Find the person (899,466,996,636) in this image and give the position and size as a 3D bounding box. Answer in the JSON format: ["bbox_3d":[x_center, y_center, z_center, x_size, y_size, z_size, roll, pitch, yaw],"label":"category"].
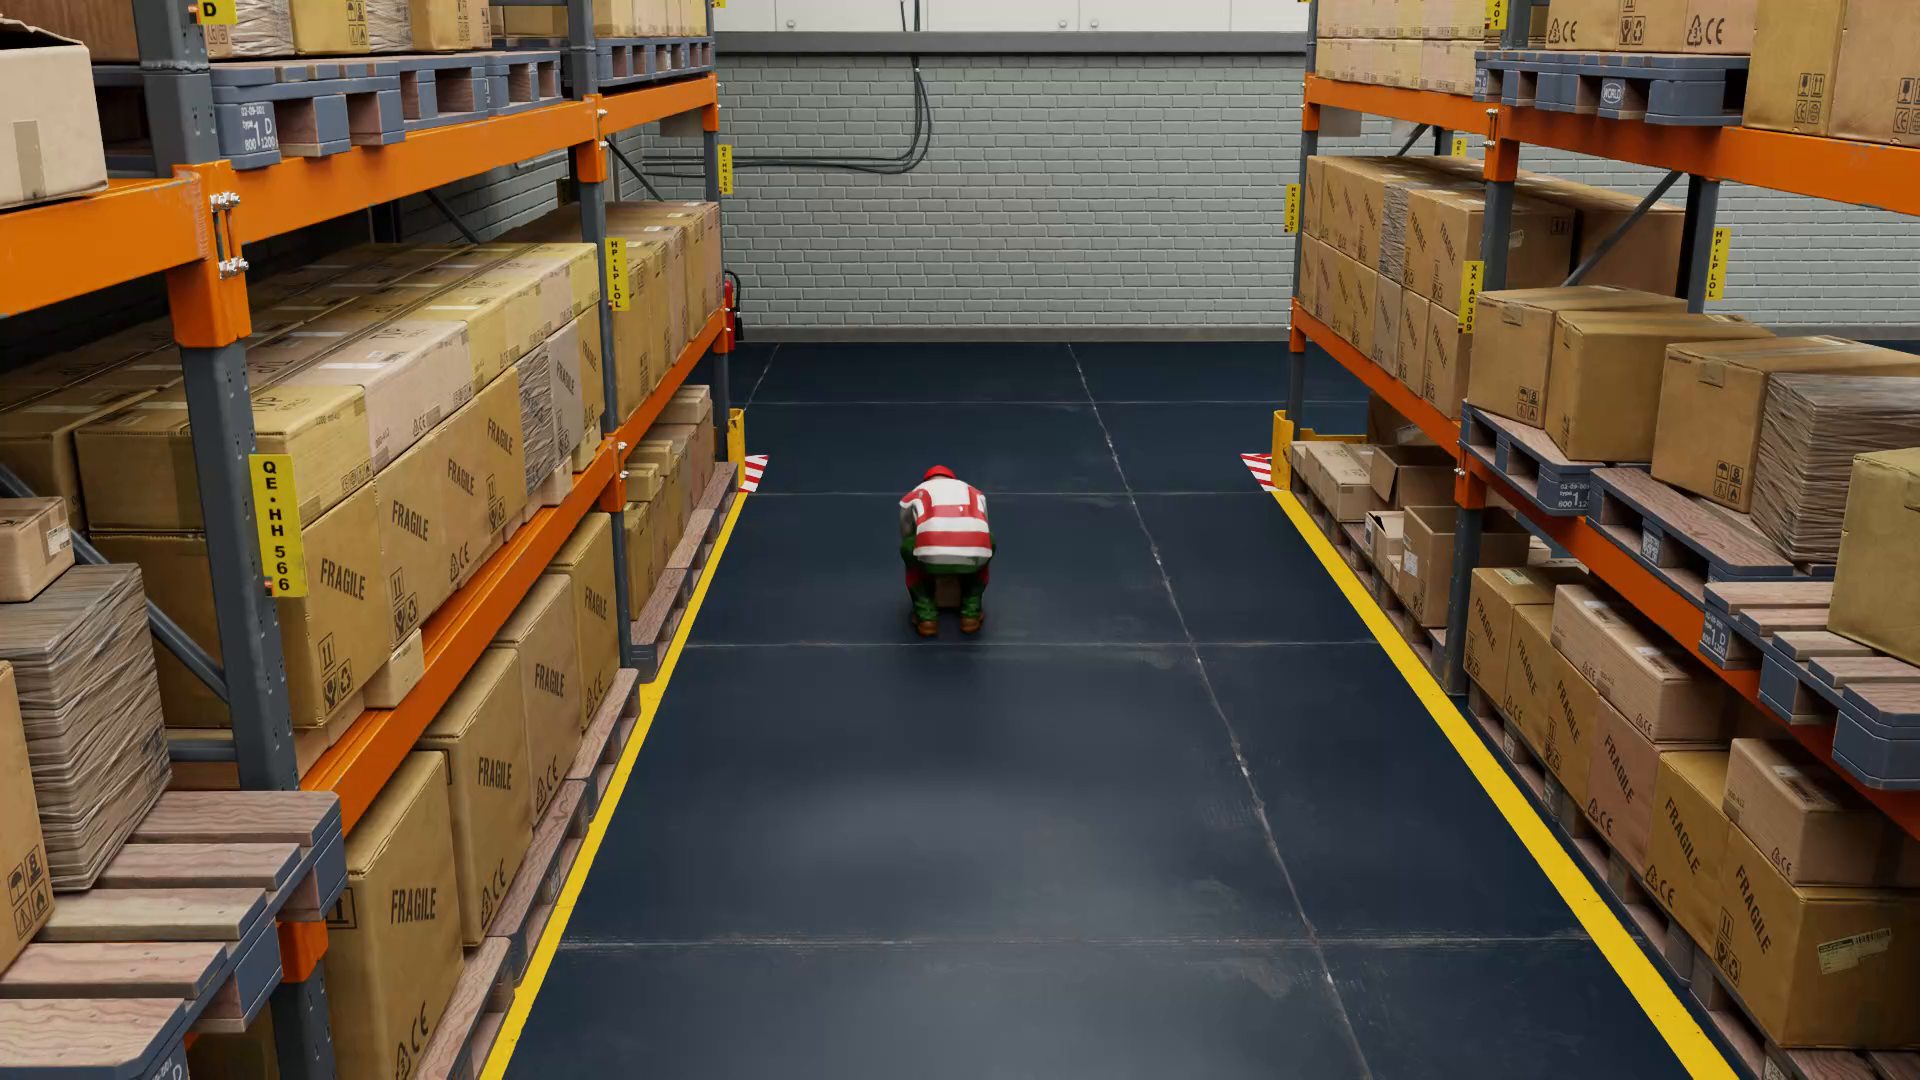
[{"bbox_3d":[-0.068,0.075,9.063,0.521,0.796,0.950,-1,17,-2],"label":"person"}]
